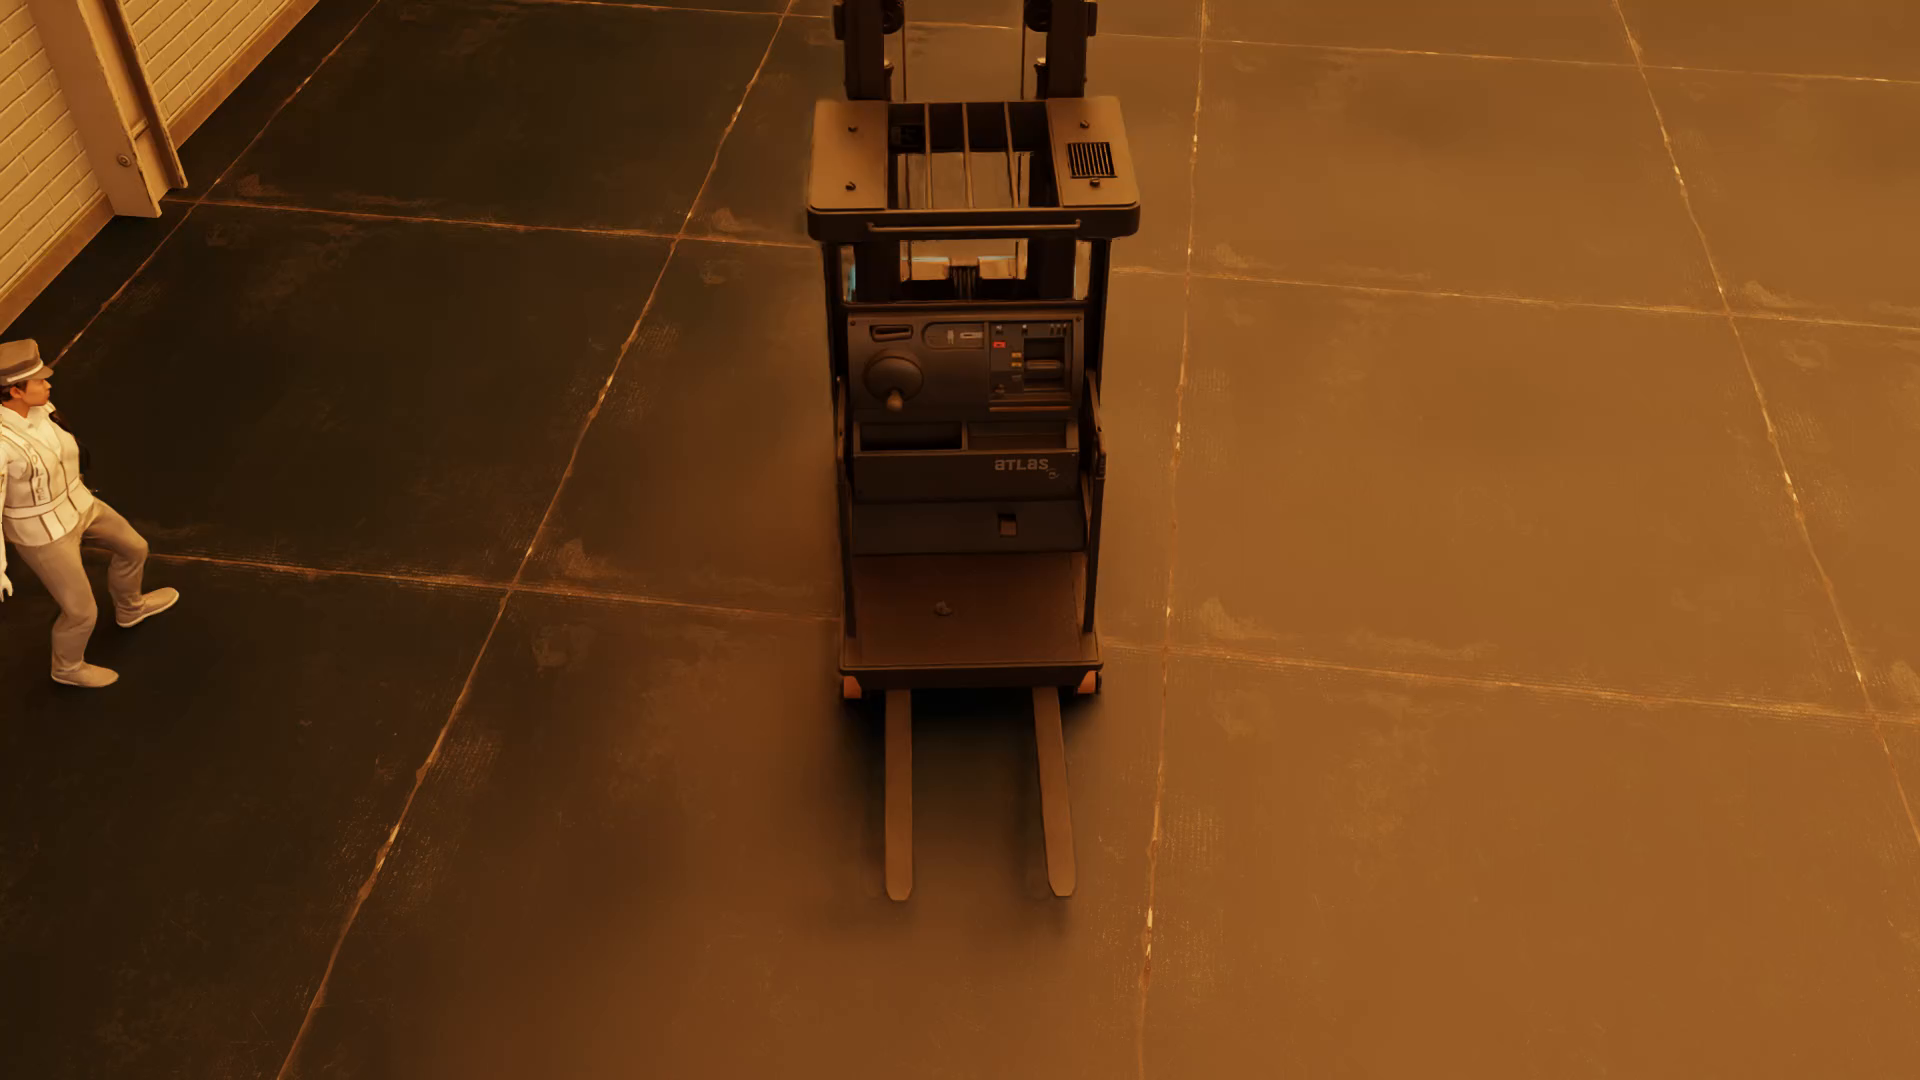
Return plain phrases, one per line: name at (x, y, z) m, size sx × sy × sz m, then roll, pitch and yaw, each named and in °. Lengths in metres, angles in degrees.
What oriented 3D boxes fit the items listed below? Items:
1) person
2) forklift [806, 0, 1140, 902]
person at (-3.714, -0.069, 6.801) m, size 0.423 × 1.642 × 0.810 m, roll 4°, pitch 43°, yaw 4°
forklift at (0.032, -0.618, 6.397) m, size 1.130 × 2.935 × 3.031 m, roll -1°, pitch 43°, yaw -1°
